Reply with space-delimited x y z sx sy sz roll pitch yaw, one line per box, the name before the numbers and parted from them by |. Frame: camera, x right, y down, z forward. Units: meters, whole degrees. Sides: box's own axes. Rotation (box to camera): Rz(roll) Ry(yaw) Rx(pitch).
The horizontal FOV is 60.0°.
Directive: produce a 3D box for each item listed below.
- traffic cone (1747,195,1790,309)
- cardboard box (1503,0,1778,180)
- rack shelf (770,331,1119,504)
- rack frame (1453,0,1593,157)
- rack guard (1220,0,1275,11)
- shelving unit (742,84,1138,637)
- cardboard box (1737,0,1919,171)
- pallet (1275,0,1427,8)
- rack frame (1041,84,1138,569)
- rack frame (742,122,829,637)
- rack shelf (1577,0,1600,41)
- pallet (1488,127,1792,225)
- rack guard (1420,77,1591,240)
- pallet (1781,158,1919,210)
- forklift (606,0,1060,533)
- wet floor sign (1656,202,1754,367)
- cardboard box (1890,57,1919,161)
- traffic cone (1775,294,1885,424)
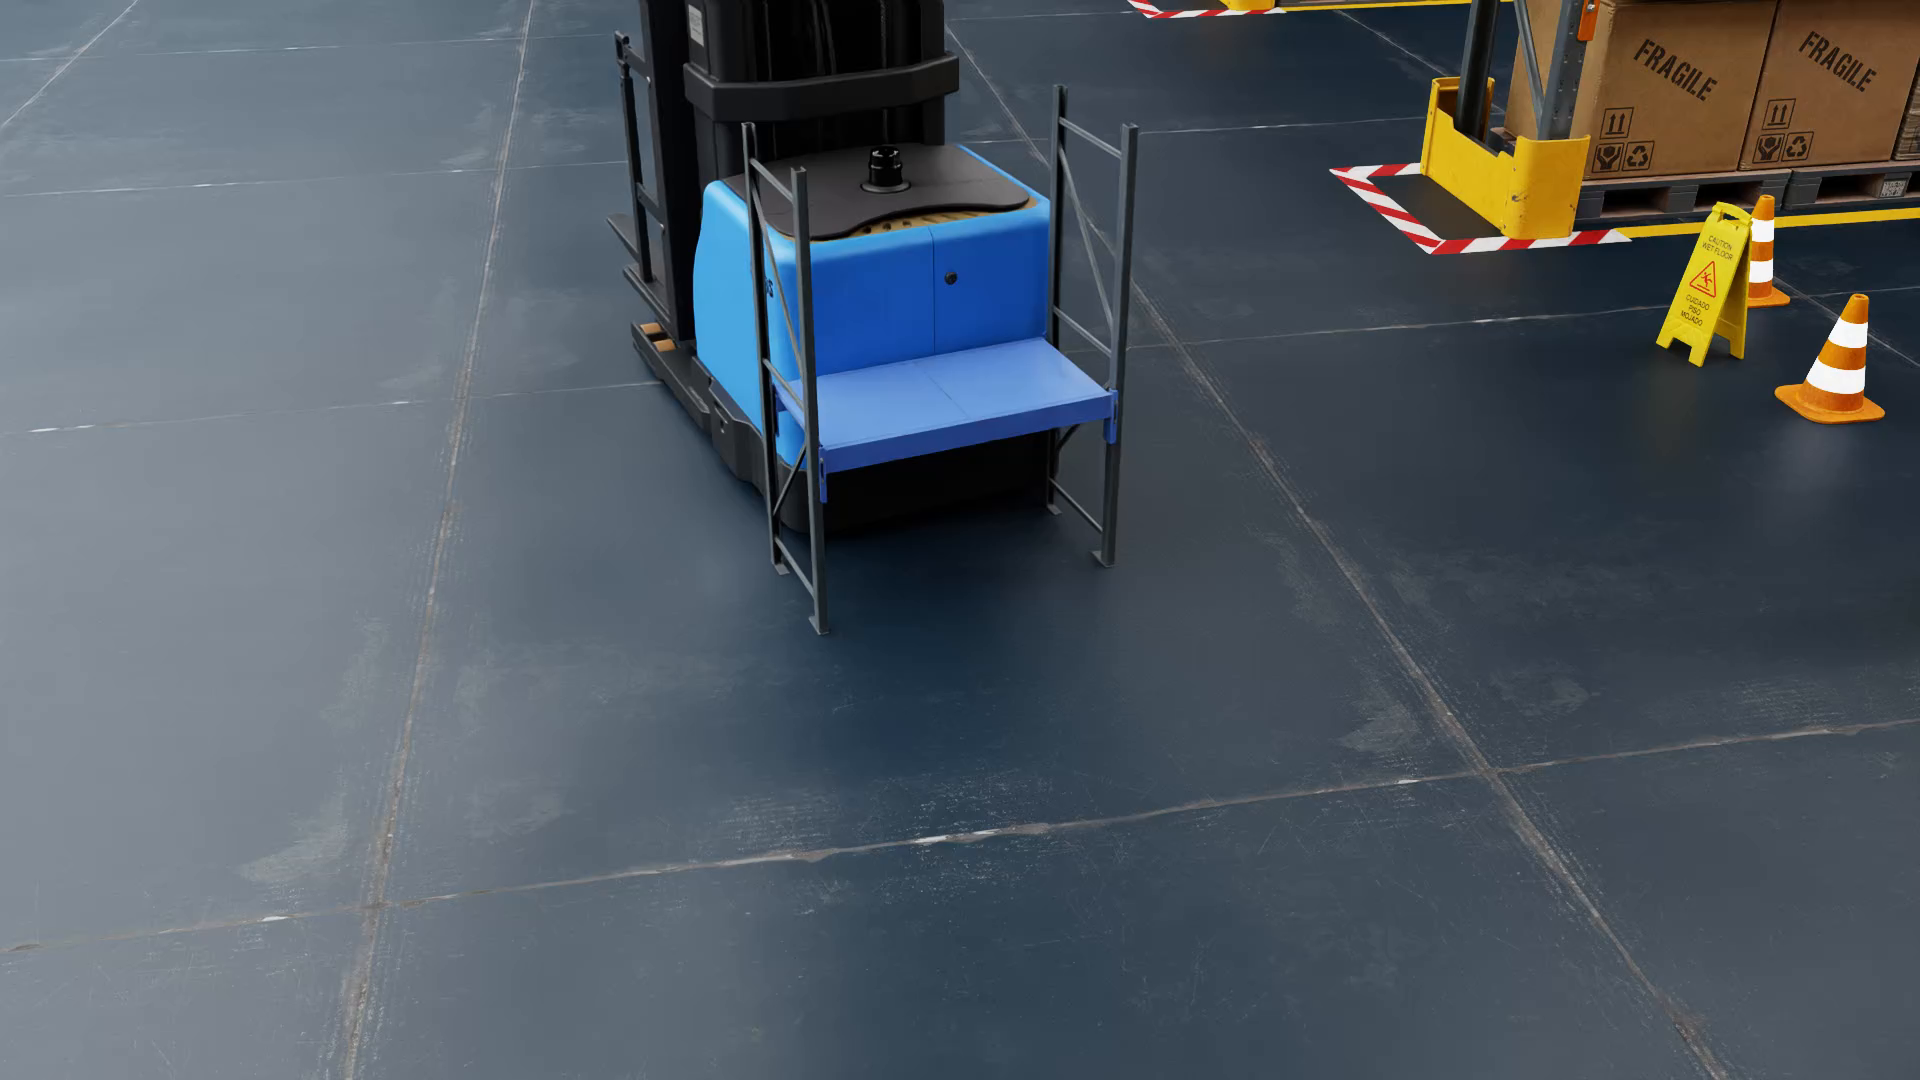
traffic cone | 3.617 -1.338 7.569 0.334 0.463 0.336 -5 31 -9
cardboard box | 3.494 -2.451 8.641 0.875 0.875 0.875 -5 31 -9
rack shelf | -0.060 -0.409 5.321 1.000 0.185 0.538 -12 33 -20
rack frame | 2.839 -3.091 8.047 0.127 3.000 1.000 -5 31 -9
rack guard | 2.120 -4.503 12.914 0.348 0.500 1.175 -5 31 -9
shelving unit | -0.060 -0.564 5.230 1.048 1.500 0.538 -12 33 -20
cardboard box | 4.360 -2.532 8.779 0.875 0.875 0.875 -6 31 -10
pallet | 2.926 -4.435 13.084 1.213 0.211 1.003 -5 31 -9
rack frame | 0.406 -0.667 5.405 0.032 1.500 0.500 -12 33 -20
rack frame | -0.526 -0.461 5.055 0.032 1.500 0.500 -12 33 -20
rack shelf | 4.807 -2.963 8.540 4.000 0.370 1.077 -5 31 -9
pallet | 3.612 -2.001 8.945 1.213 0.211 1.003 -5 31 -9
rack guard | 2.816 -2.011 8.677 0.348 0.500 1.175 -5 31 -9
pallet | 4.809 -2.111 9.131 1.213 0.211 1.003 -5 31 -9
forklift | -0.732 -2.011 6.279 1.130 2.935 3.031 -14 33 -22
wet floor sign | 3.167 -1.086 6.961 0.232 0.644 0.267 -11 32 -17
cardboard box | 5.257 -2.615 8.919 0.875 0.875 0.875 -5 31 -9
traffic cone | 3.487 -0.744 6.558 0.334 0.463 0.336 -5 31 -9
